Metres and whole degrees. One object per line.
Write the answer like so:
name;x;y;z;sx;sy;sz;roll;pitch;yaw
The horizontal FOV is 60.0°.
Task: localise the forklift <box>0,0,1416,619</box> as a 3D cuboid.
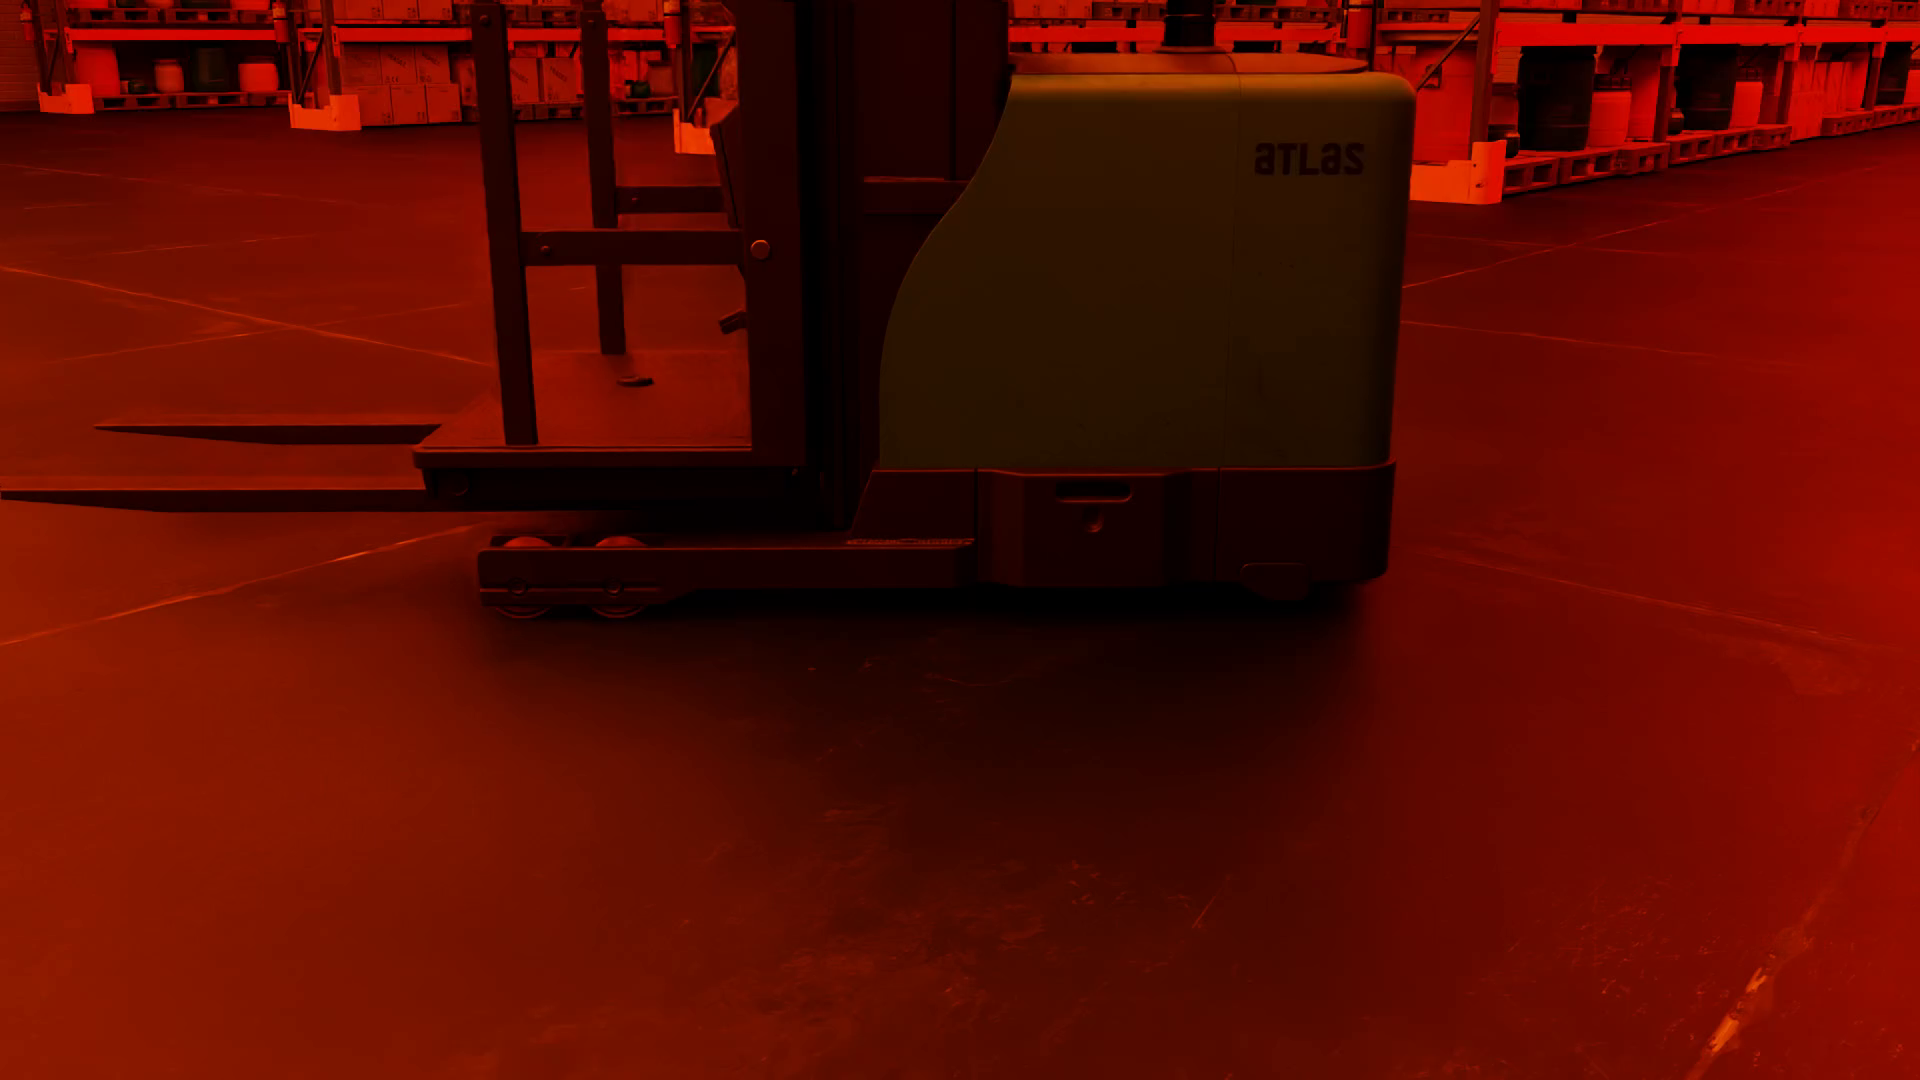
forklift;-0.621;-1.395;3.492;3.031;2.935;1.130;0;17;-1
